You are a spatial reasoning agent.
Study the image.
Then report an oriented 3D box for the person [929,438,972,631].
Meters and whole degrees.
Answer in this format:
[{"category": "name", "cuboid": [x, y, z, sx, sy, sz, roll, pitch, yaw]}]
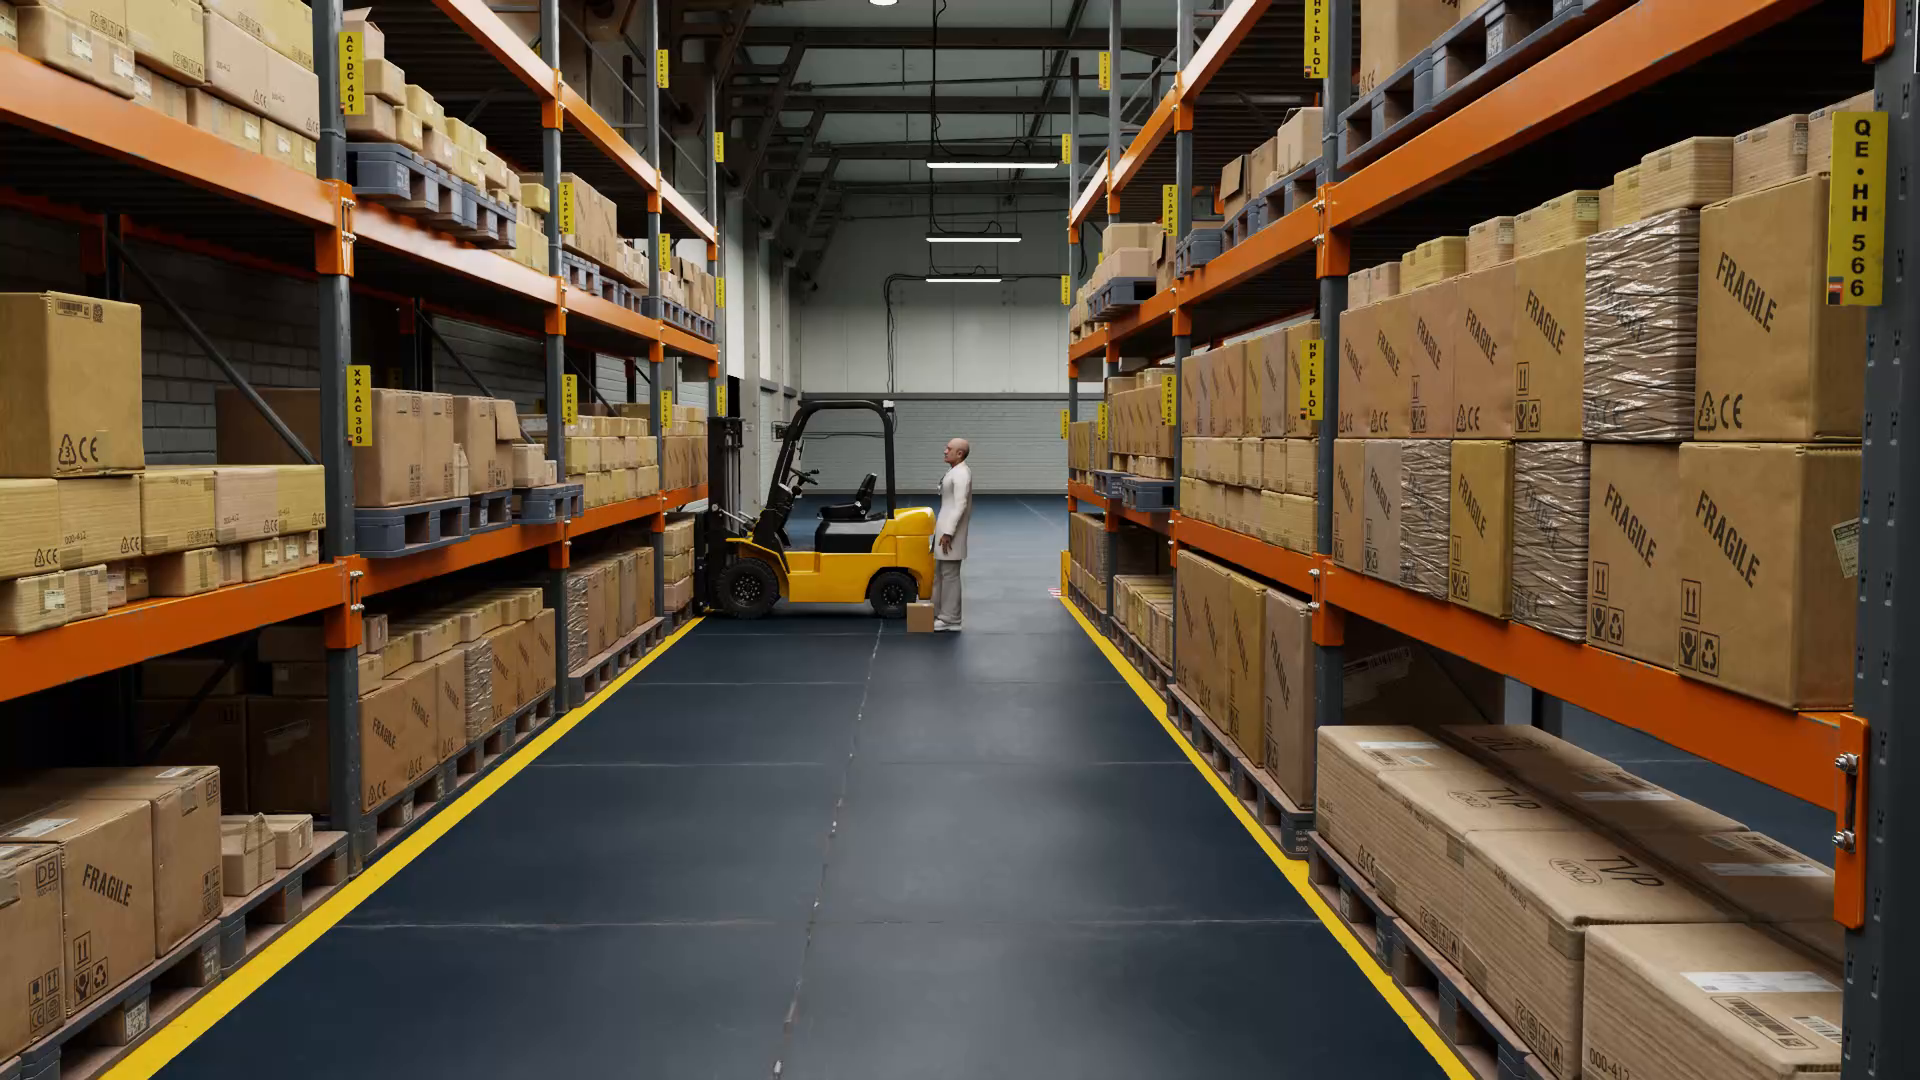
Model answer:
[{"category": "person", "cuboid": [-0.175, -0.052, 15.365, 0.581, 1.776, 0.694, 0, 4, -1]}]
